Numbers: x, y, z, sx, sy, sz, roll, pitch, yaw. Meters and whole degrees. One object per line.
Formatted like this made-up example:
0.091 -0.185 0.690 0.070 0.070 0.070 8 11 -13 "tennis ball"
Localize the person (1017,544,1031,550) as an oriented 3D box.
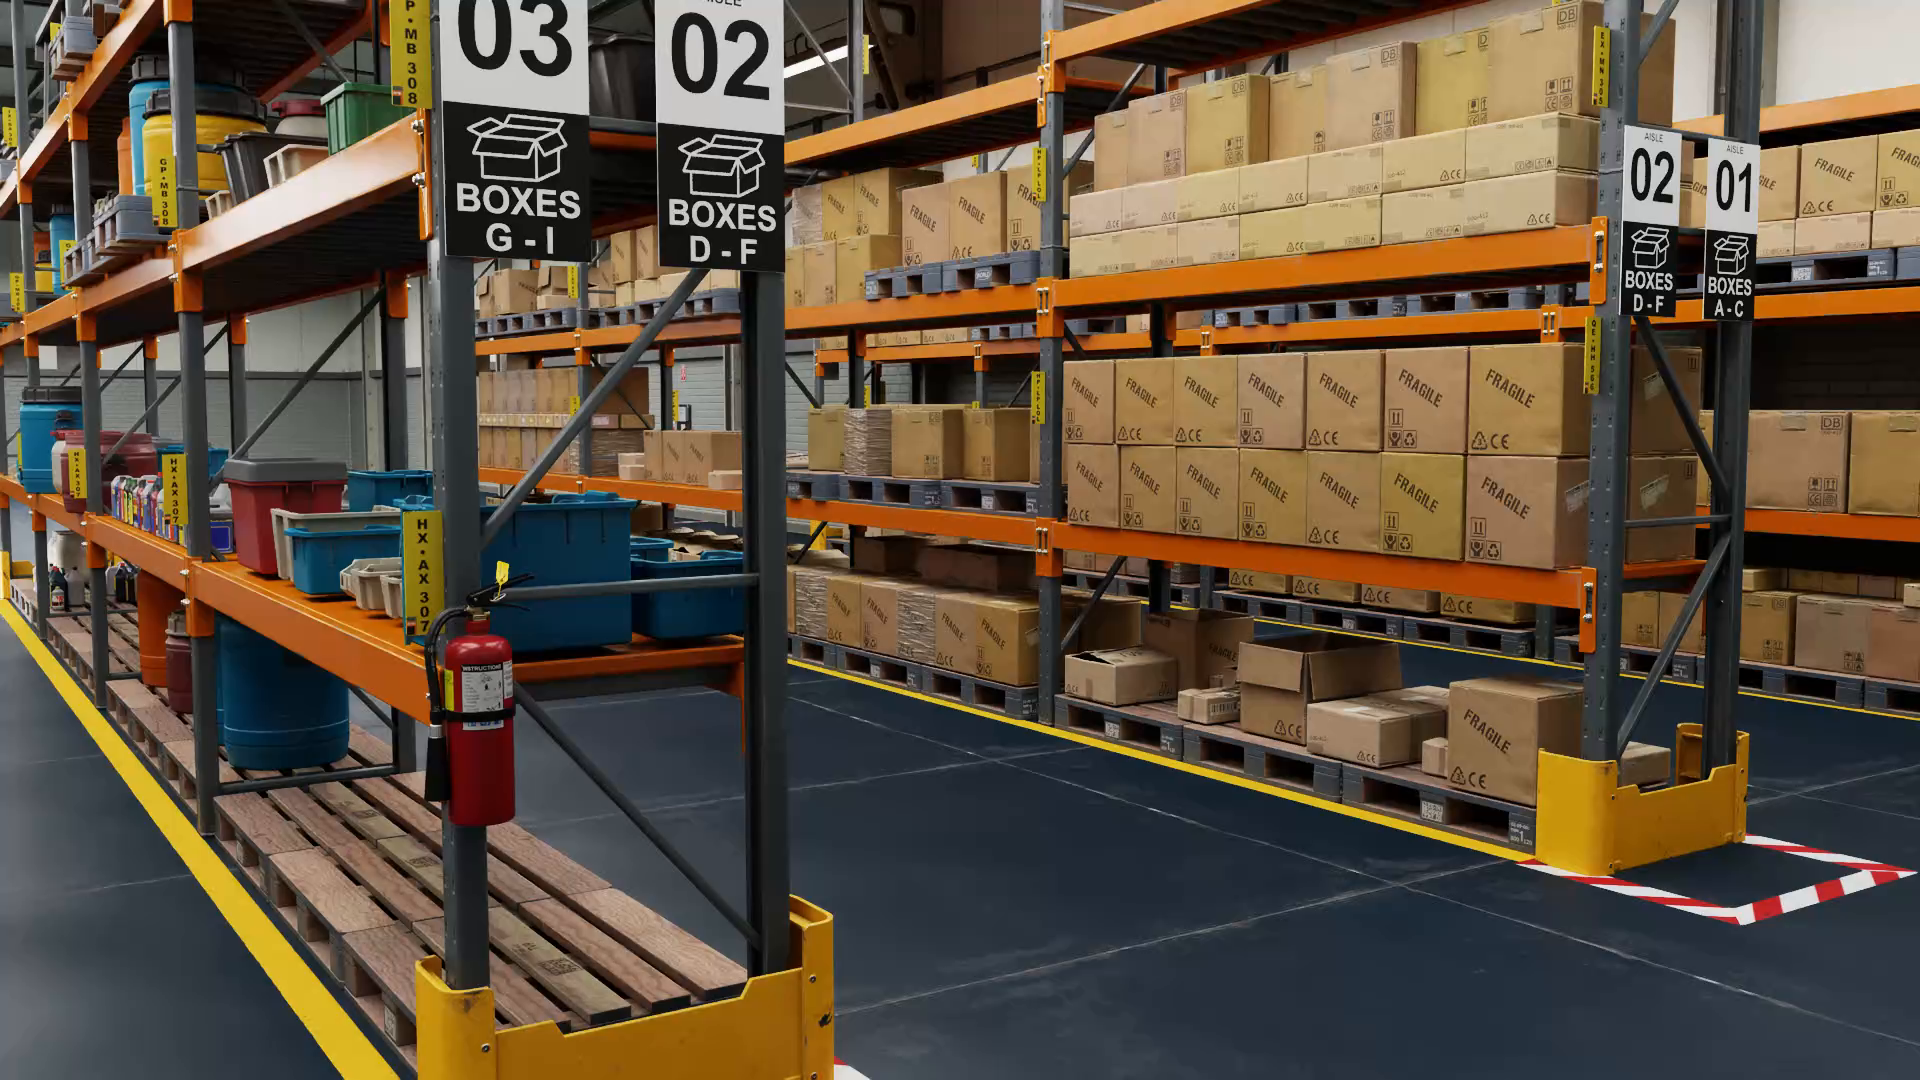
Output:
0.789 -0.272 17.651 0.576 1.790 0.390 1 5 16 "person"
